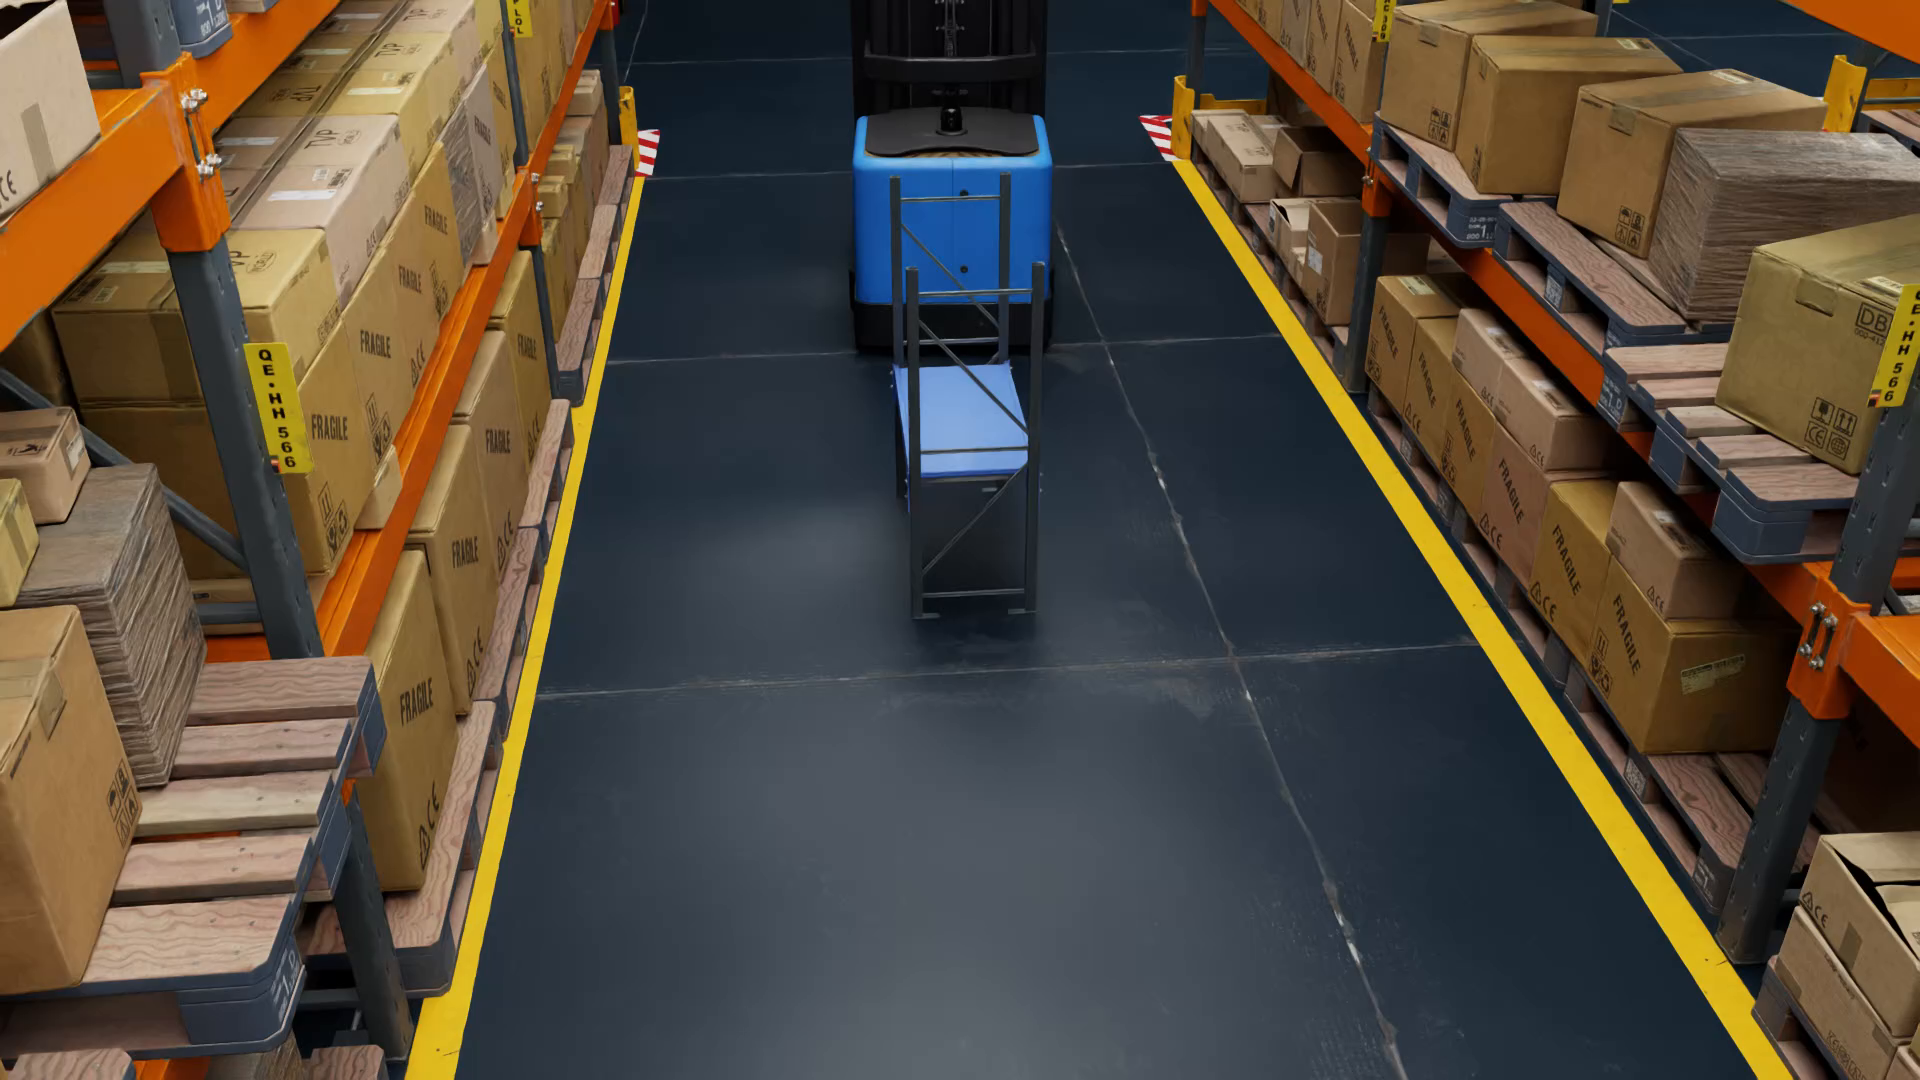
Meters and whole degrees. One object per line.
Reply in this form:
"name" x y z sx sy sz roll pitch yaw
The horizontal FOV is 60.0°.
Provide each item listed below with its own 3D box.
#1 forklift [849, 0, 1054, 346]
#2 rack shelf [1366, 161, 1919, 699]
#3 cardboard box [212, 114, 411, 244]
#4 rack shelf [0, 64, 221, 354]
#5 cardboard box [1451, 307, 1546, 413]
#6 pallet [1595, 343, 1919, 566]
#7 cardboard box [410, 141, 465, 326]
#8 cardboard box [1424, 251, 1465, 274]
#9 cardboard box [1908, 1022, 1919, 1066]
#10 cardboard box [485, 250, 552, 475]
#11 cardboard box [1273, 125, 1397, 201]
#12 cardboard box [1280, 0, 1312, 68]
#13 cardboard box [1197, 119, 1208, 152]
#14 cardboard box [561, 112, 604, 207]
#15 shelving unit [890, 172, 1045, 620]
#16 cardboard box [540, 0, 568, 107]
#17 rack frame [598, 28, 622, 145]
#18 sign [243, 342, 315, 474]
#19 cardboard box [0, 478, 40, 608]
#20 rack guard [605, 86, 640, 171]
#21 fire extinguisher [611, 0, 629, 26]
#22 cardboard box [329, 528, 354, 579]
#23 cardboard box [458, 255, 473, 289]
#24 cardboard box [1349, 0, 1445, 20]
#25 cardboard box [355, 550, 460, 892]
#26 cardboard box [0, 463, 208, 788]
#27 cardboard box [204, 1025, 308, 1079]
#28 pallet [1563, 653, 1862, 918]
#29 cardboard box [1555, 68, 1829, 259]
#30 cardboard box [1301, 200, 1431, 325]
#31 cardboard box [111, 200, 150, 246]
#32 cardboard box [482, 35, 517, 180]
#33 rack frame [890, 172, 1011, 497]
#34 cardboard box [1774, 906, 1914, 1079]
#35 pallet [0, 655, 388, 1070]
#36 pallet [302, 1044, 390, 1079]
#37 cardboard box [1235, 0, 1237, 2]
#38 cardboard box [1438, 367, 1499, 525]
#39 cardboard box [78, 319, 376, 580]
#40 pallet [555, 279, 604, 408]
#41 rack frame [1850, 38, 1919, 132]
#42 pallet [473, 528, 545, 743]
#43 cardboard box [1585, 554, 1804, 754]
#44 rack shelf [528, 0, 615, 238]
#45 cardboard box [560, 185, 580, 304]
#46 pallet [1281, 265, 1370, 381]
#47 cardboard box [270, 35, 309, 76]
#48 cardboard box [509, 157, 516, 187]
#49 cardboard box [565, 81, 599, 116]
"forklift" -0.065 -3.006 9.425 1.130 2.935 3.031 -1 31 -1
"rack shelf" 2.661 -0.753 6.287 1.077 0.370 4.000 -3 31 -5
"cardboard box" -1.971 -1.076 4.988 0.500 0.250 0.500 -3 31 -4
"rack shelf" -1.897 0.241 1.698 1.077 0.370 4.000 -3 31 -5
"cardboard box" 2.370 -0.752 6.860 0.500 0.250 0.500 -3 31 -4
"pallet" 2.715 -0.301 5.016 1.213 0.211 1.003 -3 31 -5
"cardboard box" -2.016 -1.028 5.638 0.500 0.500 0.500 -2 31 -3
"cardboard box" 2.650 -1.342 8.765 0.500 0.311 0.500 -3 31 -5
"cardboard box" 2.662 1.268 3.927 0.500 0.311 0.500 -3 31 -6
"cardboard box" -2.267 -0.776 7.310 0.750 0.750 0.750 -2 31 -4
"cardboard box" 2.294 -2.159 9.945 0.797 0.503 0.637 -3 31 -5
"cardboard box" 2.072 -2.894 9.073 0.500 0.500 0.500 -2 31 -3
"cardboard box" 1.821 -2.740 11.246 0.380 0.166 0.250 -3 31 -5
"cardboard box" -2.619 -2.385 10.346 0.700 0.500 0.500 -3 31 -5
"shelving unit" 0.008 -0.600 6.792 0.538 1.500 1.048 -3 31 -5
"cardboard box" -2.555 -2.623 8.424 0.980 0.700 0.700 -4 31 -6
"rack frame" -2.831 -3.886 10.831 1.000 3.000 0.127 -3 31 -5
"sign" -1.544 -0.295 3.768 0.100 0.325 0.005 -3 31 -5
"cardboard box" -1.977 0.026 3.122 0.380 0.149 0.250 -8 32 -13
"rack guard" -2.833 -2.825 11.492 1.175 0.500 0.348 -3 31 -5
"fire extinguisher" -2.386 -3.792 11.112 0.296 0.674 0.183 -3 31 -5
"cardboard box" -1.899 -0.011 4.568 0.380 0.149 0.250 -2 31 -4
"cardboard box" -2.078 -1.063 6.331 0.380 0.149 0.250 -3 31 -5
"cardboard box" 2.169 -2.801 7.942 0.500 0.500 0.500 -3 31 -4
"cardboard box" -2.022 0.559 5.075 0.750 0.750 0.750 -3 31 -5
"cardboard box" -2.030 0.206 3.453 0.700 0.500 0.500 -6 31 -10
"cardboard box" -1.964 1.448 3.910 0.700 0.500 0.500 -2 31 -4
"pallet" 2.816 0.773 5.749 1.003 0.211 1.213 -3 31 -5
"cardboard box" 2.701 -1.407 6.174 0.700 0.500 0.500 -11 32 -17
"cardboard box" 2.139 -1.476 8.805 0.500 0.500 0.500 -3 31 -5
"cardboard box" -2.429 -0.786 4.503 0.500 0.250 0.500 -4 31 -6
"cardboard box" -2.163 -1.799 6.930 0.500 0.500 0.500 -3 31 -5
"rack frame" -0.040 -0.860 7.227 0.500 1.500 0.032 -3 31 -5
"cardboard box" 2.605 1.241 4.519 0.500 0.250 0.500 -3 31 -5
"pallet" -1.911 0.640 3.441 1.213 0.211 1.003 -3 31 -5
"pallet" -2.012 1.795 4.040 1.003 0.211 1.213 -3 31 -5
"cardboard box" 1.933 -3.666 10.365 0.500 0.500 0.500 -3 31 -5
"cardboard box" 2.377 -0.413 7.025 0.500 0.500 0.500 -2 31 -4
"cardboard box" -1.874 -0.241 4.321 0.500 0.500 0.500 -2 31 -3
"pallet" -2.450 -1.039 8.783 1.003 0.211 1.213 -3 31 -5
"rack frame" 7.033 -4.361 11.625 1.000 3.000 0.127 -3 31 -5
"pallet" -2.193 0.368 6.428 1.003 0.211 1.213 -3 31 -5
"cardboard box" 2.527 0.377 5.702 0.500 0.500 0.500 -2 31 -3
"rack shelf" -2.644 -2.556 9.306 1.077 0.370 4.000 -3 31 -5
"cardboard box" -2.469 -1.594 9.022 0.700 0.500 0.500 -3 31 -5
"pallet" 2.411 -1.236 9.114 1.003 0.211 1.213 -3 31 -5
"cardboard box" -2.566 -1.575 5.824 0.500 0.250 0.500 -4 31 -6
"cardboard box" -2.144 -1.585 7.205 0.380 0.149 0.250 -2 31 -4
"cardboard box" -2.448 -2.732 10.294 0.380 0.149 0.250 -2 31 -3
